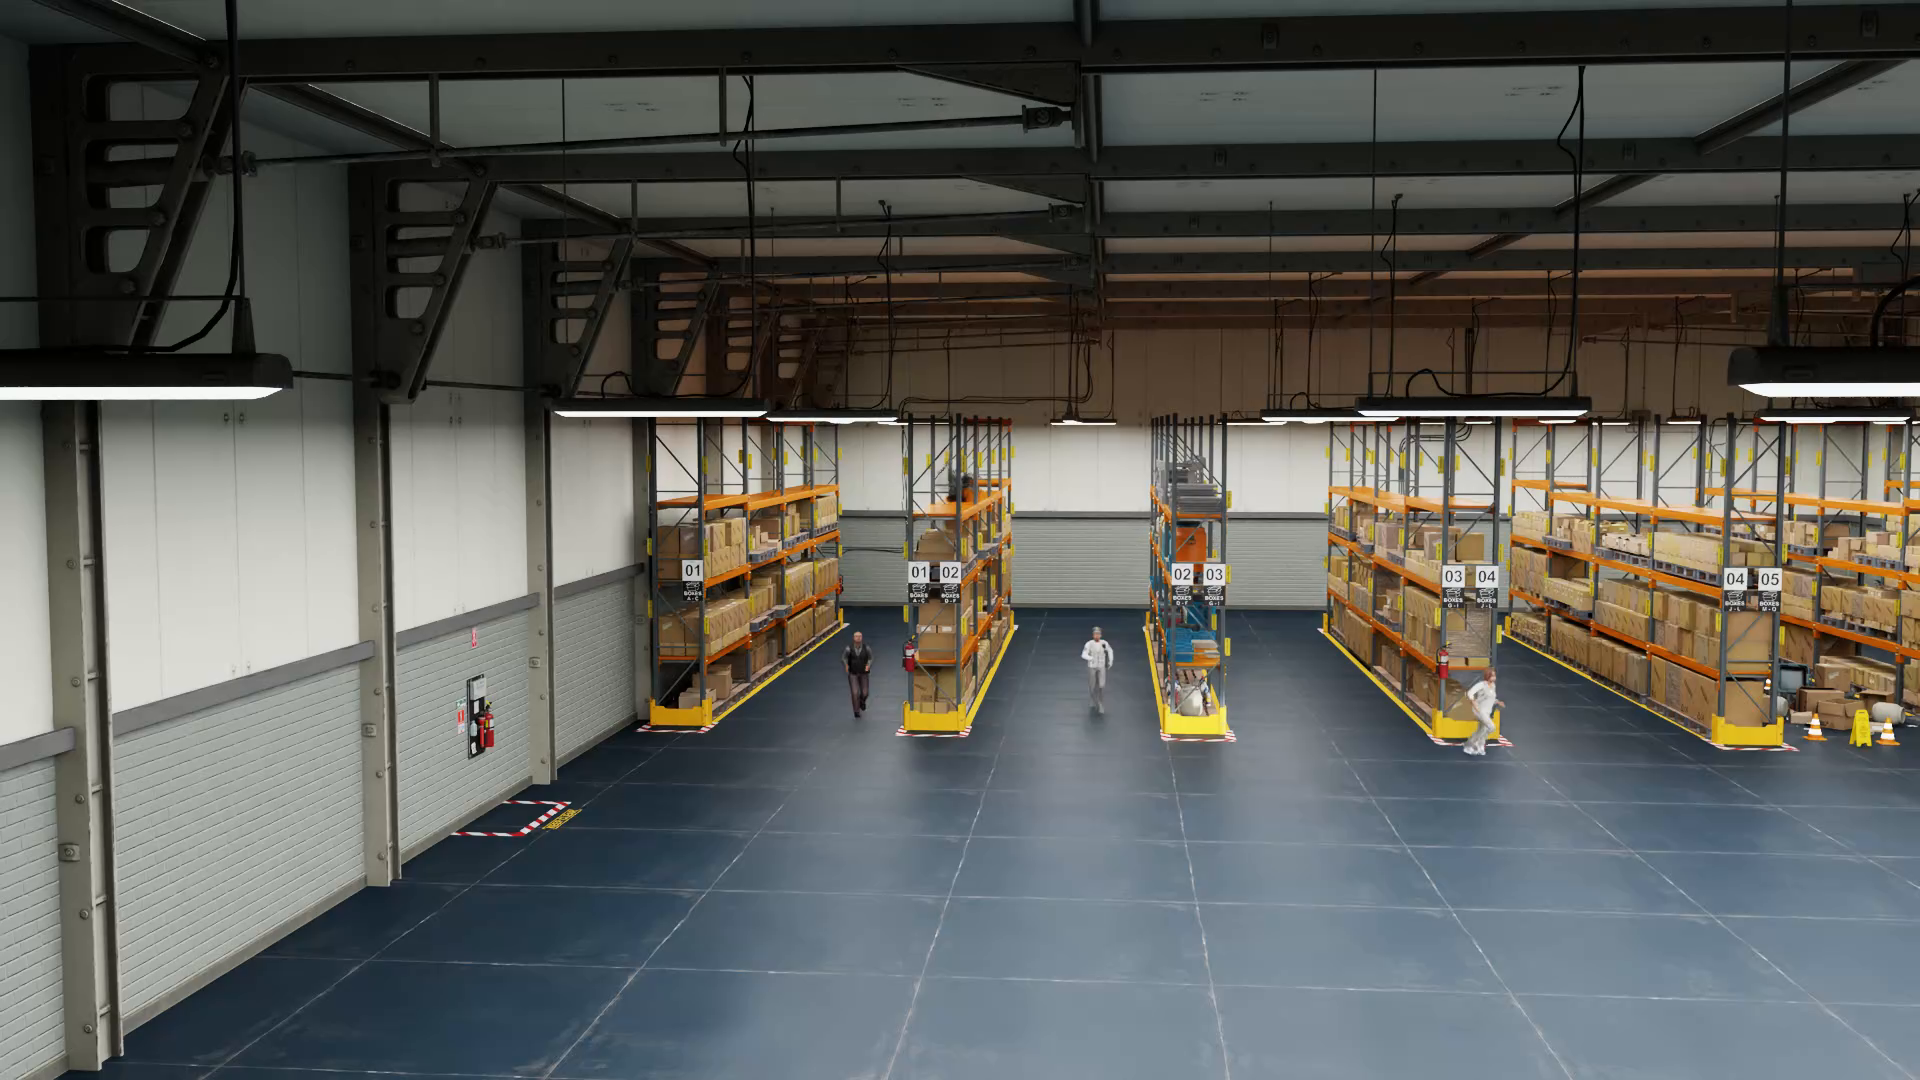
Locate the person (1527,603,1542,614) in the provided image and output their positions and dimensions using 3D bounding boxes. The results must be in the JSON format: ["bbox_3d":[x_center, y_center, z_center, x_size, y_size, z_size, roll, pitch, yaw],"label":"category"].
[{"bbox_3d":[16.512,1.736,47.473,0.514,1.691,0.950,3,5,36],"label":"person"}]

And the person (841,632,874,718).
[{"bbox_3d":[-2.029,2.659,32.967,0.661,1.675,0.647,0,4,-7],"label":"person"}]

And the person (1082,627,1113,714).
[{"bbox_3d":[2.775,2.627,33.570,0.631,1.770,0.739,0,4,1],"label":"person"}]

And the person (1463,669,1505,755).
[{"bbox_3d":[9.128,3.004,29.016,0.522,1.532,0.740,-3,5,-40],"label":"person"}]
